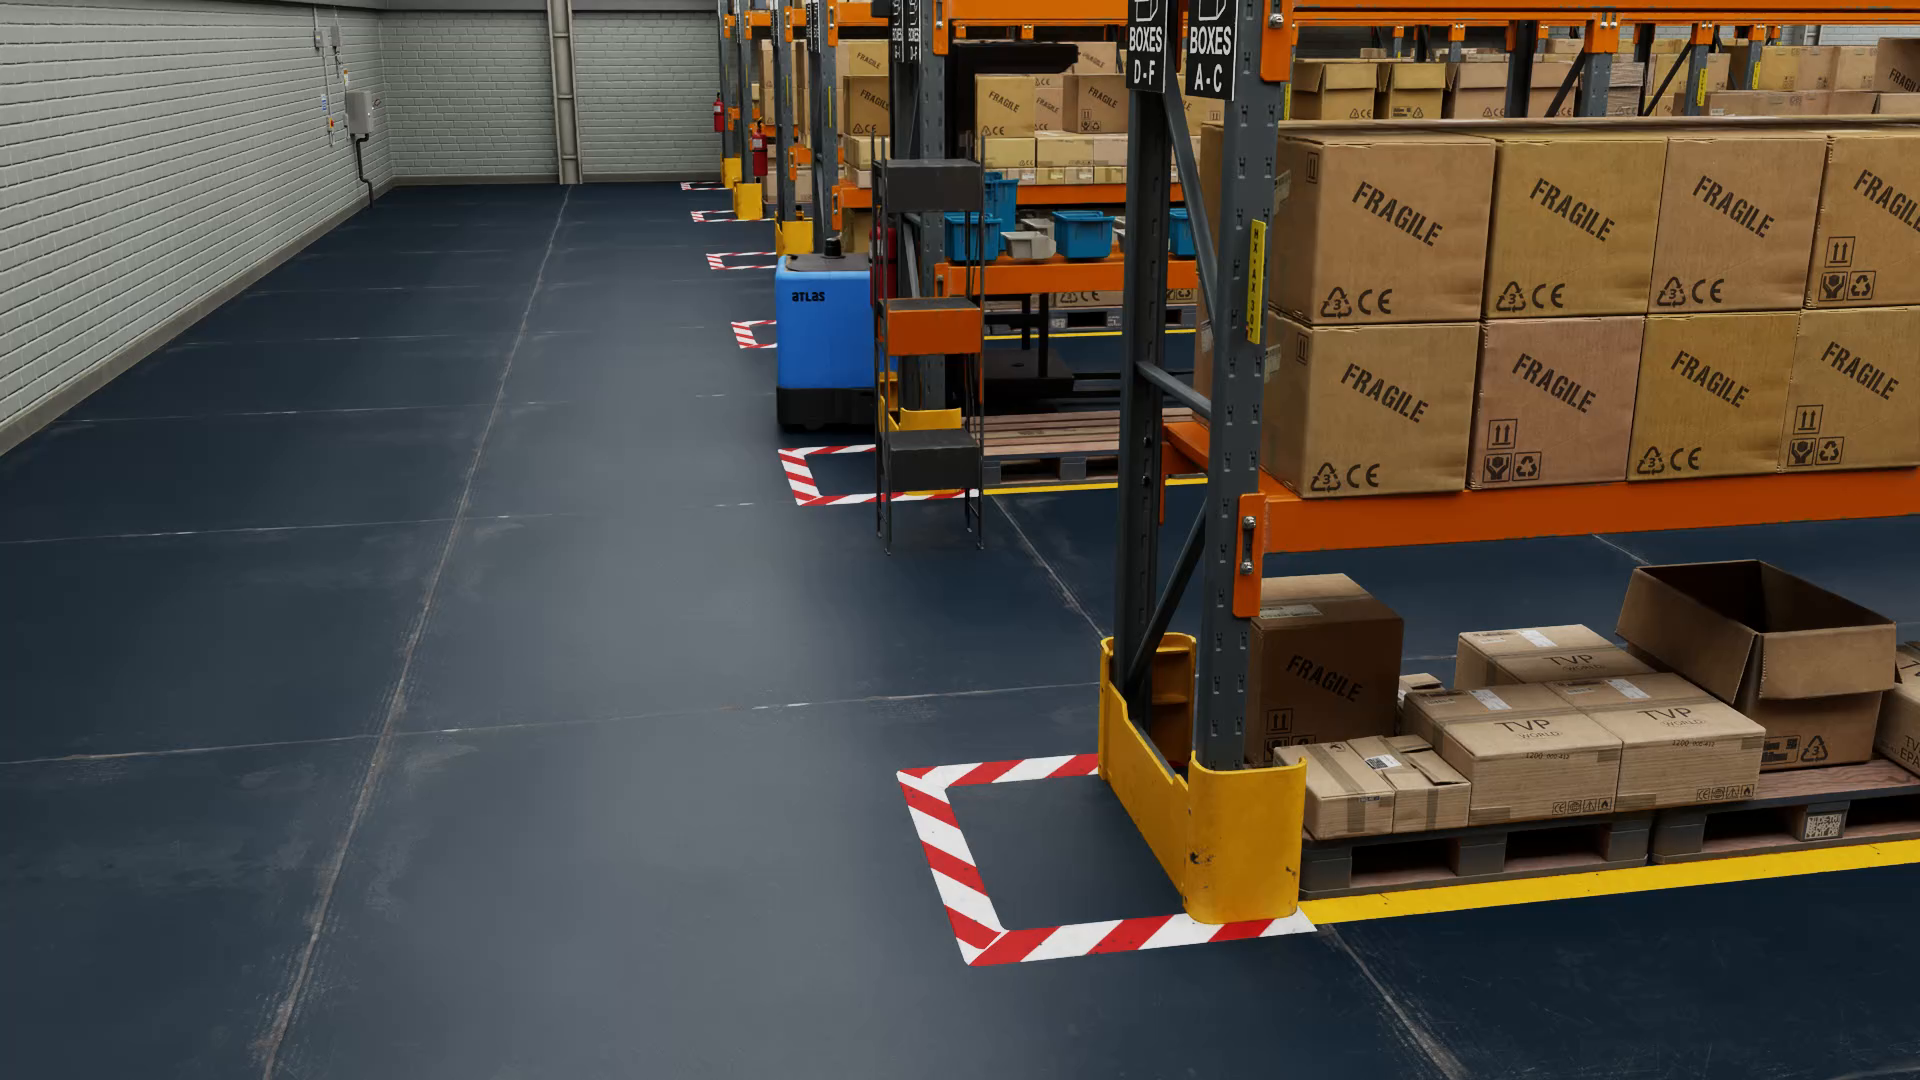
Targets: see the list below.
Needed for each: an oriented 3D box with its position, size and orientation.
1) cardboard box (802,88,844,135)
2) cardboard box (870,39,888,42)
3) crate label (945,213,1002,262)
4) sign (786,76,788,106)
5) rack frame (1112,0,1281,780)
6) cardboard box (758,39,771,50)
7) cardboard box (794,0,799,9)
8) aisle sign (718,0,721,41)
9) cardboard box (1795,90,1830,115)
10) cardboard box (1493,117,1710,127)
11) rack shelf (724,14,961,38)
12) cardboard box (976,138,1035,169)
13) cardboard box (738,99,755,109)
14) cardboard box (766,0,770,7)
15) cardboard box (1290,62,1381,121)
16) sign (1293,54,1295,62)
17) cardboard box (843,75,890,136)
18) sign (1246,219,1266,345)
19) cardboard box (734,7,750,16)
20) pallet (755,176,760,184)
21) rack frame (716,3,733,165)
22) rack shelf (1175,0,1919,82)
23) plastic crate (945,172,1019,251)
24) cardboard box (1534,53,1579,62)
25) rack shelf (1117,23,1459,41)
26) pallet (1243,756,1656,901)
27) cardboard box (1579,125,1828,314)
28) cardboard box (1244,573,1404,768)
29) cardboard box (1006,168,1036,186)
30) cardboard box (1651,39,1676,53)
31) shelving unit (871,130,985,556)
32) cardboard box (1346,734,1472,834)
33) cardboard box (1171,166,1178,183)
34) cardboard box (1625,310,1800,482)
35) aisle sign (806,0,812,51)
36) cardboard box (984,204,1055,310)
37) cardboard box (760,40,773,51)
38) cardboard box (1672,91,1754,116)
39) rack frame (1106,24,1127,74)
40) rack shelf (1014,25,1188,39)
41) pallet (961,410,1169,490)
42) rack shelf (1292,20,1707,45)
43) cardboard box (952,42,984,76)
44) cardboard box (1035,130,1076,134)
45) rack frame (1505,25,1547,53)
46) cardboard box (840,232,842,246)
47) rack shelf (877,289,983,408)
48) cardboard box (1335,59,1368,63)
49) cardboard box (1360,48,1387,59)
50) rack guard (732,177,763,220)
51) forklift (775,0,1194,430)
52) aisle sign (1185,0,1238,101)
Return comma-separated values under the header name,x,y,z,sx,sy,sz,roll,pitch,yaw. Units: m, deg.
name,x,y,z,sx,sy,sz,roll,pitch,yaw
cardboard box,-1.528,-4.868,18.876,0.500,0.500,0.500,-2,17,-8
cardboard box,-1.128,-7.004,23.529,0.250,0.149,0.380,-4,17,-12
crate label,0.065,-1.737,9.541,0.303,0.233,0.416,-3,17,-10
sign,-1.918,-4.990,18.476,0.005,0.325,0.100,-3,17,-10
rack frame,0.696,-0.441,5.140,0.127,3.000,1.000,-3,17,-10
cardboard box,-2.745,-7.068,23.736,0.250,0.149,0.380,-3,17,-10
cardboard box,-1.625,-6.197,19.024,0.500,0.250,0.500,-4,17,-12
aisle sign,-4.016,-8.739,27.728,0.004,0.787,0.394,-3,17,-10
cardboard box,10.656,-5.534,21.465,0.550,0.550,0.875,-3,17,-10
cardboard box,2.085,-1.130,5.508,0.500,0.500,0.500,-3,17,-9
rack shelf,-2.041,-8.786,28.425,4.000,0.370,1.077,-3,17,-10
cardboard box,0.346,-3.375,14.439,0.500,0.250,0.500,-4,17,-12
cardboard box,-3.630,-7.404,28.237,0.250,0.149,0.380,-3,17,-11
cardboard box,-3.022,-9.069,27.871,0.500,0.250,0.500,-3,17,-9
cardboard box,3.373,-4.085,15.125,0.637,0.503,0.797,-4,17,-12
sign,4.903,-6.993,24.500,0.005,0.325,0.100,-3,17,-10
cardboard box,-0.751,-3.829,14.642,0.500,0.500,0.500,-3,17,-10
sign,0.799,-0.699,4.503,0.005,0.325,0.100,-3,17,-10
cardboard box,-3.648,-8.849,27.834,0.250,0.149,0.380,-3,17,-9
pallet,-3.148,-6.301,28.966,1.213,0.211,1.003,-3,17,-10
rack frame,-4.005,-7.585,28.398,0.127,3.000,1.000,-3,17,-10
rack shelf,2.659,-1.643,5.168,4.000,0.370,1.077,-3,17,-10
plastic crate,0.053,-1.988,10.012,0.499,0.435,0.616,-3,17,-10
cardboard box,7.275,-5.784,20.661,0.500,0.500,0.700,-4,17,-11
rack shelf,3.869,-6.157,19.865,4.000,0.370,1.077,-3,17,-10
pallet,1.553,0.843,5.709,1.213,0.211,1.003,-3,17,-10
cardboard box,2.185,-0.974,4.999,0.500,0.500,0.500,-3,17,-10
cardboard box,1.183,0.442,5.772,0.500,0.500,0.500,-3,17,-10
cardboard box,0.493,-3.174,14.465,0.250,0.149,0.380,-3,17,-11
cardboard box,10.694,-7.550,25.904,0.500,0.500,0.700,-3,17,-11
shelving unit,-0.162,-0.995,8.473,0.503,2.100,0.431,-3,17,-10
cardboard box,1.418,0.765,5.290,0.250,0.166,0.380,-3,17,-10
cardboard box,1.753,-3.246,14.698,0.250,0.149,0.380,-3,17,-9
cardboard box,2.180,-0.495,5.145,0.500,0.500,0.500,-3,17,-11
aisle sign,-1.307,-4.622,14.325,0.004,0.787,0.394,-3,17,-10
cardboard box,0.327,-2.592,15.045,0.875,0.875,0.875,-3,17,-10
cardboard box,-2.659,-6.930,23.287,0.250,0.149,0.380,-3,17,-9
cardboard box,7.197,-4.033,15.948,0.500,0.500,0.500,-5,18,-17
rack frame,1.906,-4.956,19.837,0.127,3.000,1.000,-3,17,-10
rack shelf,2.831,-7.578,24.493,4.000,0.370,1.077,-3,17,-10
pallet,0.577,-0.571,10.312,1.213,0.211,1.003,-3,17,-10
rack shelf,4.711,-4.722,15.192,4.000,0.370,1.077,-3,17,-10
cardboard box,-0.022,-5.431,19.006,0.500,0.500,0.500,-4,17,-12
cardboard box,0.754,-3.558,15.036,0.500,0.250,0.500,-3,17,-10
rack frame,8.722,-6.823,25.916,0.127,3.000,1.000,-3,17,-10
cardboard box,-1.446,-3.508,19.263,0.250,0.149,0.380,-3,17,-9
rack shelf,-0.162,-0.981,8.477,0.480,0.518,0.431,-3,17,-10
cardboard box,5.791,-6.980,25.036,0.500,0.500,0.500,-2,17,-8
cardboard box,6.348,-7.473,25.536,0.250,0.149,0.380,-4,18,-13
rack guard,-3.083,-4.958,24.102,0.348,0.500,1.175,-3,17,-10
forklift,0.251,-2.290,11.274,3.031,2.935,1.130,-1,17,-4
aisle sign,0.684,-1.596,4.470,0.004,0.787,0.394,-3,17,-10
